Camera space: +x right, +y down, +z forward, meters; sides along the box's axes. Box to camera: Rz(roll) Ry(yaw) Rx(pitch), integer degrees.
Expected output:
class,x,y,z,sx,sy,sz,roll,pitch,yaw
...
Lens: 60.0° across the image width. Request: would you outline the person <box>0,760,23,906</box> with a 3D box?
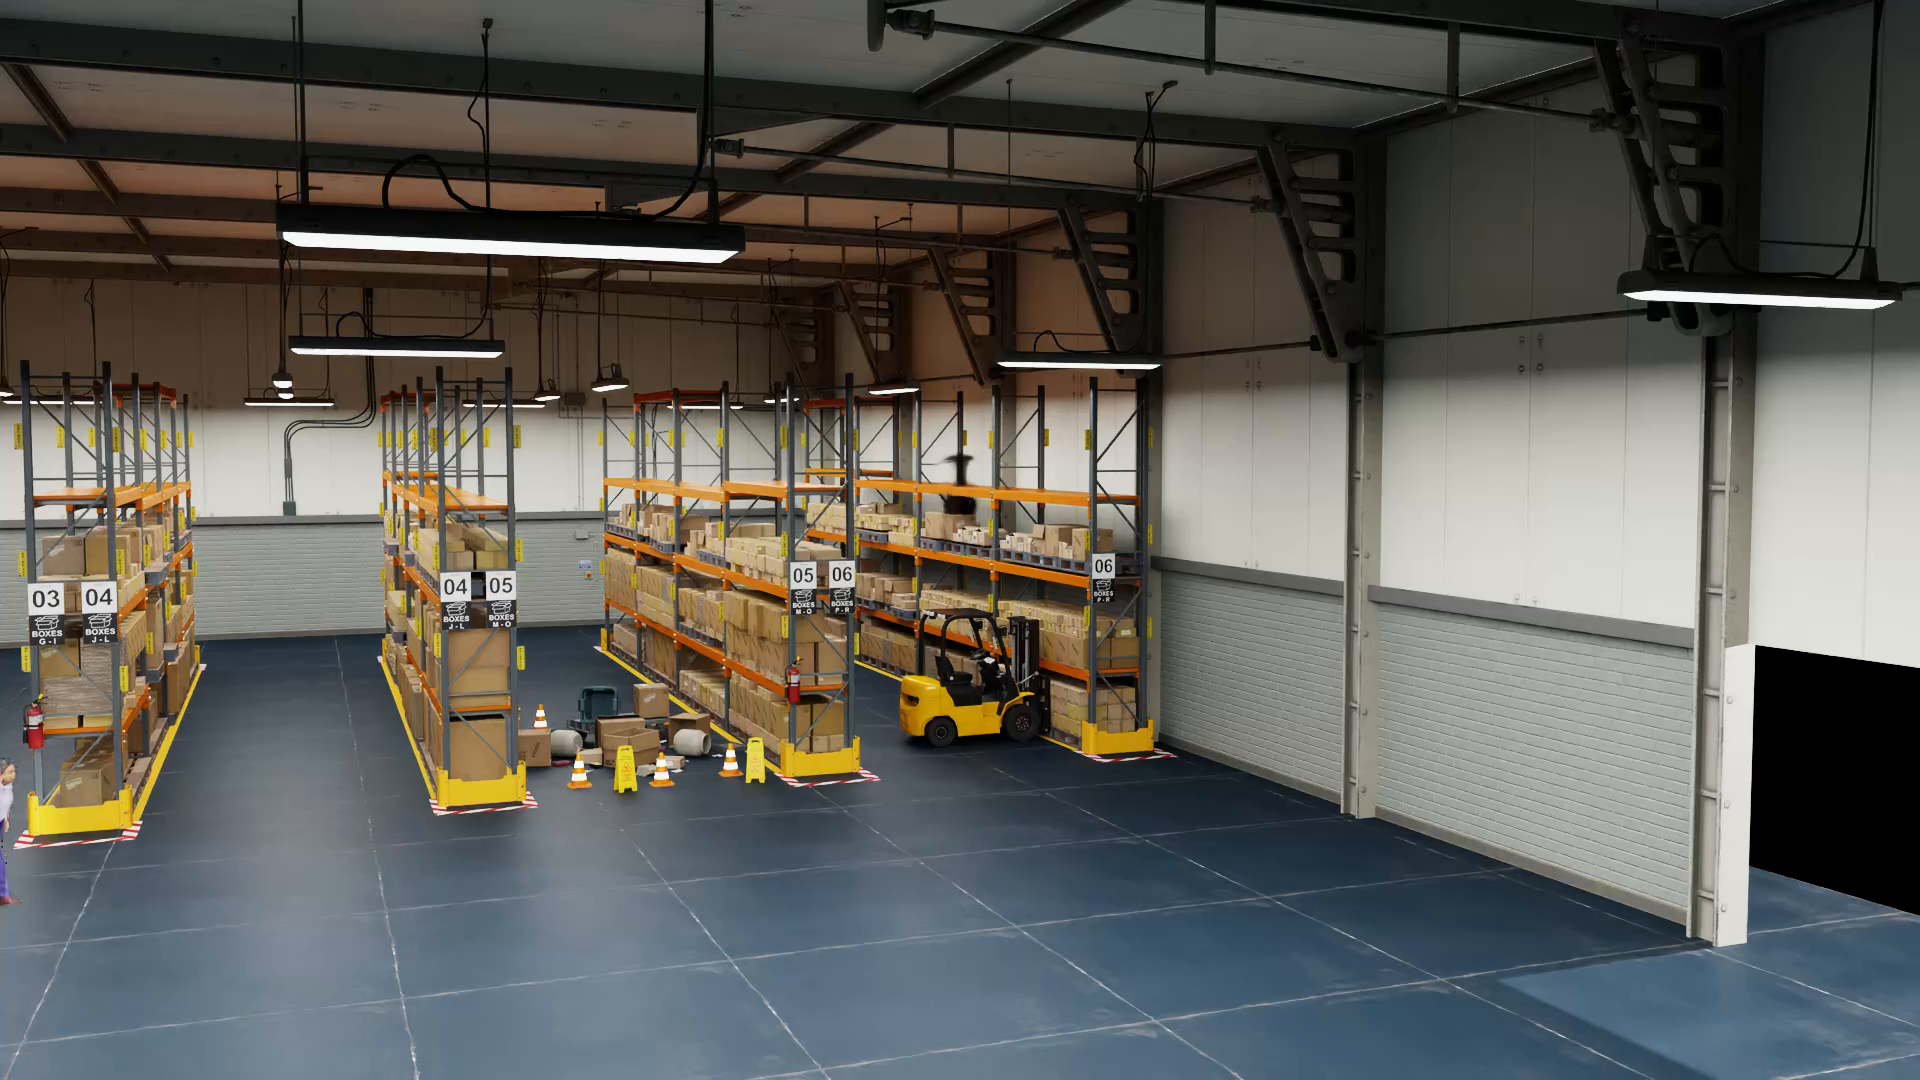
class,x,y,z,sx,sy,sz,roll,pitch,yaw
person,-10.579,3.165,17.891,0.927,1.614,0.623,1,3,11
